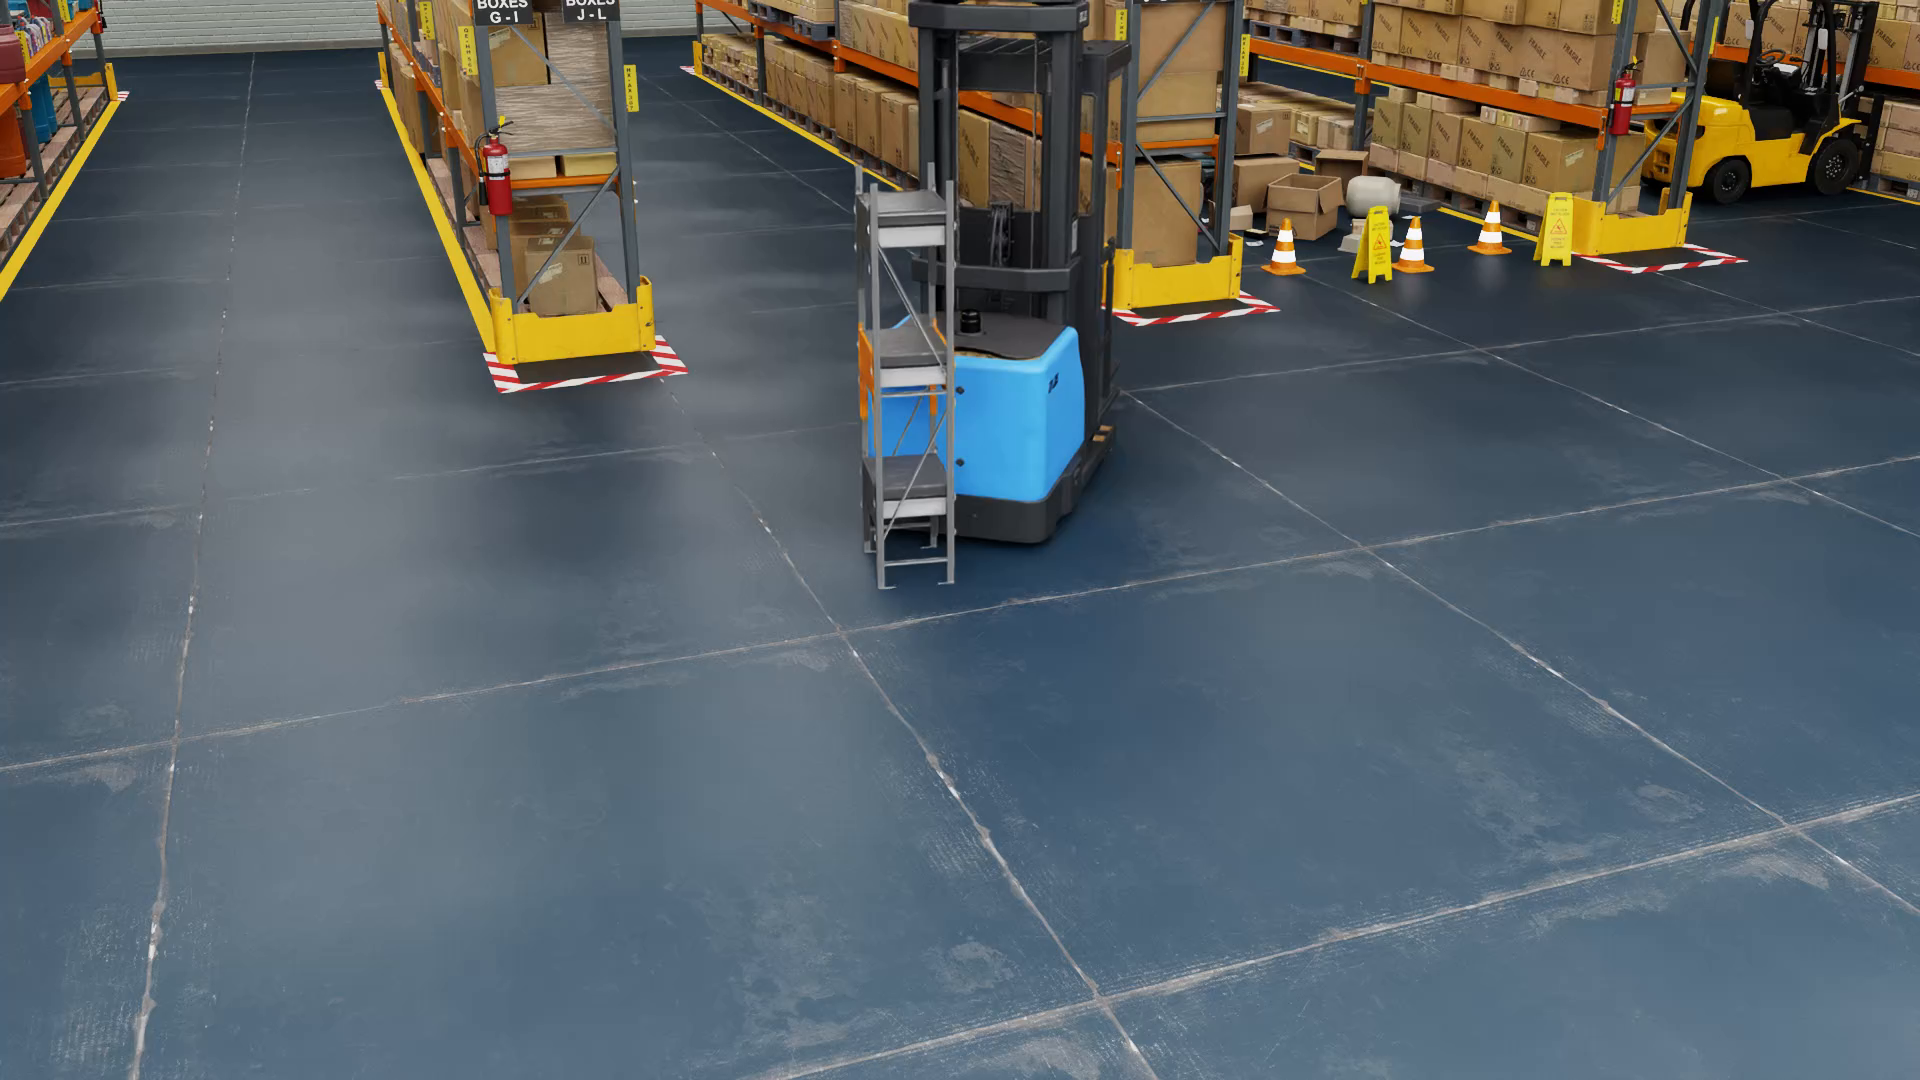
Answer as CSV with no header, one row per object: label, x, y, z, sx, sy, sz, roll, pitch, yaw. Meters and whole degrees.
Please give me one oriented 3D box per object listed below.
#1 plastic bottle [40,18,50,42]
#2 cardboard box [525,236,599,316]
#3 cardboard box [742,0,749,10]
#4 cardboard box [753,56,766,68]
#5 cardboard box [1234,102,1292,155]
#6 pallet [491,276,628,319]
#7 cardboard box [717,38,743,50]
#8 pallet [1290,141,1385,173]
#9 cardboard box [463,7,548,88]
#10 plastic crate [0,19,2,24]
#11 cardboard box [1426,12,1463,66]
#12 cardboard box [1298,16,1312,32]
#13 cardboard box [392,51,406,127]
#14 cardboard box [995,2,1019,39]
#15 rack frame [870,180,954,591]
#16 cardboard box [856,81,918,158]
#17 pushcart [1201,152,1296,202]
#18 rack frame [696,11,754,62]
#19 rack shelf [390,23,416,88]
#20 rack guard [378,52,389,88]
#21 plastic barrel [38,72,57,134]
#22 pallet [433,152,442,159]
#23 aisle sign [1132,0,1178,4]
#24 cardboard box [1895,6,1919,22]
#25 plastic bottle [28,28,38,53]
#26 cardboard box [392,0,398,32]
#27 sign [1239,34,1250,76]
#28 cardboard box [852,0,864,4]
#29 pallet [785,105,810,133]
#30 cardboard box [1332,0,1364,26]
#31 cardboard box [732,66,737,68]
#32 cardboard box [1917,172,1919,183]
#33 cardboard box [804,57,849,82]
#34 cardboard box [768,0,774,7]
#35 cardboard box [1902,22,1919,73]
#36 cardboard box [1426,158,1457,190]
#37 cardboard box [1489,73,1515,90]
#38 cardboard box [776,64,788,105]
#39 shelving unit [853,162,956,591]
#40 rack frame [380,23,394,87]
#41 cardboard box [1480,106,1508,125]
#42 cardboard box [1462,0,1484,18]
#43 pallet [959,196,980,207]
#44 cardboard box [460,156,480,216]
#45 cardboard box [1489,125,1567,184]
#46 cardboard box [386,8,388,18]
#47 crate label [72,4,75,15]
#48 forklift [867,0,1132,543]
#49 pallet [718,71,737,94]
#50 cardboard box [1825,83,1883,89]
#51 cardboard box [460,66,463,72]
plastic bottle,-11.198,-6.241,20.346,0.061,0.283,0.133,-8,24,-19
cardboard box,-3.097,-2.062,12.957,0.500,0.500,0.500,-4,23,-9
cardboard box,-2.968,-7.829,24.287,0.380,0.149,0.250,-9,24,-20
cardboard box,-2.824,-7.042,24.461,0.380,0.149,0.250,-8,24,-17
cardboard box,3.312,-4.546,18.417,0.500,0.500,0.500,-8,24,-19
pallet,-3.172,-1.834,13.328,1.003,0.211,1.213,-8,24,-19
cardboard box,-3.657,-7.894,26.480,0.380,0.149,0.250,-10,25,-22
pallet,4.690,-4.602,19.896,1.003,0.211,1.213,-8,24,-19
cardboard box,-3.317,-3.601,12.132,0.500,0.500,0.500,-8,24,-19
plastic crate,-12.249,-6.615,21.025,0.392,0.384,0.575,-8,24,-19
cardboard box,5.225,-5.226,17.274,0.500,0.500,0.500,-9,24,-19
cardboard box,4.232,-6.110,19.667,0.380,0.149,0.250,-8,24,-19
cardboard box,-6.570,-5.811,21.370,1.225,0.875,0.875,-9,25,-21
cardboard box,0.834,-4.917,15.471,0.875,0.550,0.550,-8,24,-19
rack frame,-0.228,-0.723,8.261,0.400,2.100,0.015,-4,23,-10
cardboard box,-0.599,-4.948,19.482,1.050,0.750,0.750,-8,24,-18
pushcart,2.851,-4.065,18.408,1.648,0.377,0.936,-18,29,-37
rack frame,-3.868,-9.248,27.330,1.000,3.000,0.127,-8,24,-19
rack shelf,-6.424,-6.093,20.770,1.077,0.370,4.000,-8,24,-19
rack guard,-8.552,-7.461,26.309,1.175,0.500,0.348,-8,24,-19
plastic barrel,-11.588,-5.498,20.594,0.600,0.901,0.708,-8,24,-19
pallet,-5.926,-4.709,20.152,1.003,0.211,1.213,-8,24,-19
aisle sign,1.529,-4.566,12.873,0.394,0.787,0.004,-8,24,-19
cardboard box,10.269,-5.639,17.803,0.380,0.149,0.250,-9,25,-21
plastic bottle,-10.762,-5.792,19.280,0.061,0.283,0.133,-8,24,-19
cardboard box,-7.024,-6.813,21.424,0.500,0.500,0.500,-8,24,-19
sign,2.306,-3.944,13.529,0.100,0.325,0.005,-8,24,-19
cardboard box,-0.893,-6.684,19.830,0.700,0.500,0.500,-8,24,-19
pallet,-1.744,-5.783,22.699,1.003,0.211,1.213,-8,24,-19
cardboard box,4.588,-6.117,18.849,0.500,0.500,0.500,-9,24,-20
cardboard box,-3.307,-7.250,25.720,0.380,0.149,0.250,-8,24,-18
cardboard box,10.560,-3.887,17.609,0.500,0.250,0.500,-8,24,-19
cardboard box,-1.717,-6.123,21.628,0.500,0.250,0.500,-8,24,-18
cardboard box,-2.380,-7.291,22.470,0.380,0.149,0.250,-9,25,-21
cardboard box,10.428,-5.212,17.624,0.500,0.500,0.500,-8,24,-17
cardboard box,5.311,-3.894,17.627,0.500,0.250,0.500,-9,24,-20
cardboard box,5.530,-4.596,16.617,0.380,0.149,0.250,-9,24,-20
cardboard box,-2.254,-6.340,23.107,0.500,0.500,0.500,-7,24,-17
shelving unit,-0.276,-0.816,8.482,0.431,2.100,0.503,-4,23,-10
rack frame,-8.544,-8.604,25.803,1.000,3.000,0.127,-8,24,-19
cardboard box,5.483,-4.289,16.762,0.380,0.149,0.250,-7,24,-17
cardboard box,5.500,-5.507,16.654,0.700,0.500,0.500,-9,24,-19
pallet,0.567,-3.316,16.846,1.003,0.211,1.213,-8,24,-19
cardboard box,-4.502,-3.521,16.394,0.700,0.500,0.500,-10,25,-23
cardboard box,5.665,-3.867,16.597,0.500,0.500,0.500,-7,24,-17
cardboard box,-7.727,-7.288,23.003,0.380,0.149,0.250,-9,24,-20
crate label,-12.510,-7.354,23.099,0.396,0.136,0.243,-8,24,-19
forklift,0.370,-1.877,9.930,1.130,2.935,3.031,6,24,15
pallet,-3.160,-7.193,26.044,1.003,0.211,1.213,-8,24,-19
cardboard box,10.323,-5.154,19.328,0.500,0.250,0.500,-8,24,-19
cardboard box,-3.485,-3.530,13.252,0.875,0.500,0.500,-8,24,-19
